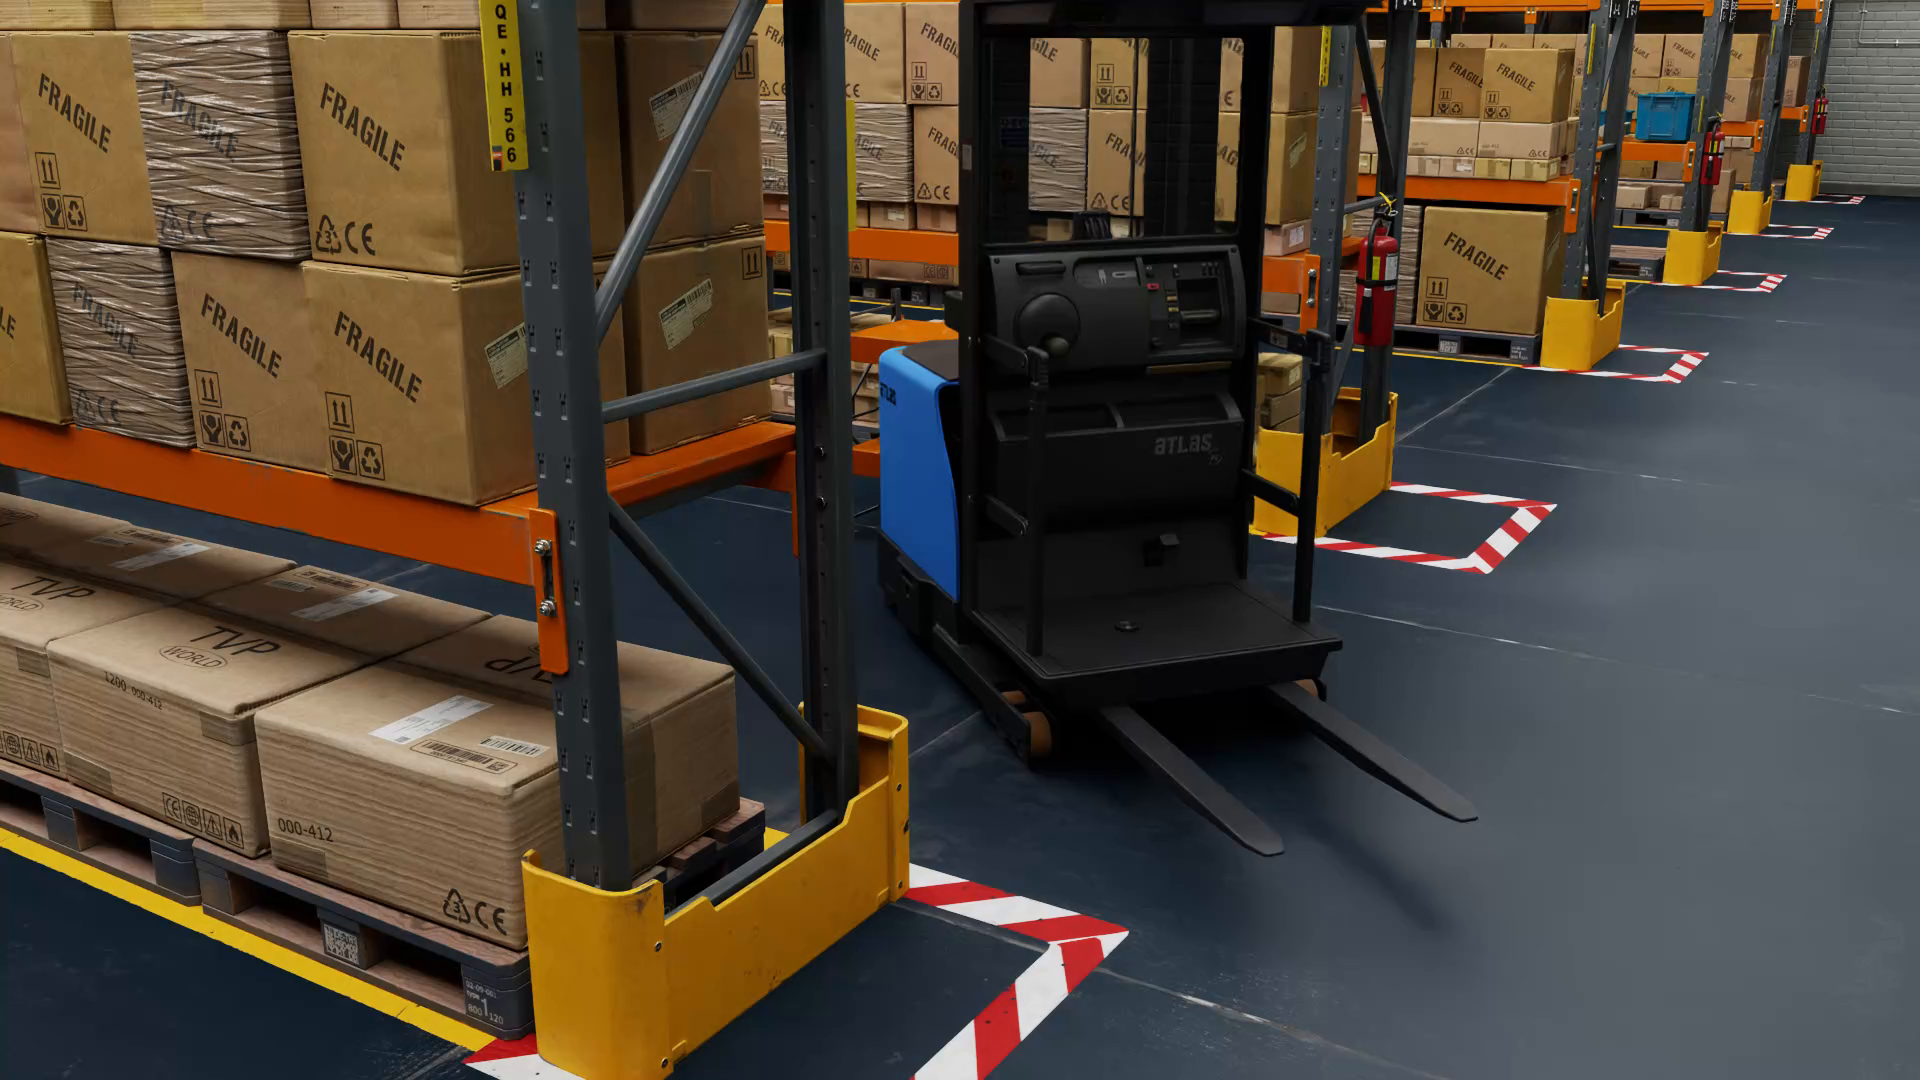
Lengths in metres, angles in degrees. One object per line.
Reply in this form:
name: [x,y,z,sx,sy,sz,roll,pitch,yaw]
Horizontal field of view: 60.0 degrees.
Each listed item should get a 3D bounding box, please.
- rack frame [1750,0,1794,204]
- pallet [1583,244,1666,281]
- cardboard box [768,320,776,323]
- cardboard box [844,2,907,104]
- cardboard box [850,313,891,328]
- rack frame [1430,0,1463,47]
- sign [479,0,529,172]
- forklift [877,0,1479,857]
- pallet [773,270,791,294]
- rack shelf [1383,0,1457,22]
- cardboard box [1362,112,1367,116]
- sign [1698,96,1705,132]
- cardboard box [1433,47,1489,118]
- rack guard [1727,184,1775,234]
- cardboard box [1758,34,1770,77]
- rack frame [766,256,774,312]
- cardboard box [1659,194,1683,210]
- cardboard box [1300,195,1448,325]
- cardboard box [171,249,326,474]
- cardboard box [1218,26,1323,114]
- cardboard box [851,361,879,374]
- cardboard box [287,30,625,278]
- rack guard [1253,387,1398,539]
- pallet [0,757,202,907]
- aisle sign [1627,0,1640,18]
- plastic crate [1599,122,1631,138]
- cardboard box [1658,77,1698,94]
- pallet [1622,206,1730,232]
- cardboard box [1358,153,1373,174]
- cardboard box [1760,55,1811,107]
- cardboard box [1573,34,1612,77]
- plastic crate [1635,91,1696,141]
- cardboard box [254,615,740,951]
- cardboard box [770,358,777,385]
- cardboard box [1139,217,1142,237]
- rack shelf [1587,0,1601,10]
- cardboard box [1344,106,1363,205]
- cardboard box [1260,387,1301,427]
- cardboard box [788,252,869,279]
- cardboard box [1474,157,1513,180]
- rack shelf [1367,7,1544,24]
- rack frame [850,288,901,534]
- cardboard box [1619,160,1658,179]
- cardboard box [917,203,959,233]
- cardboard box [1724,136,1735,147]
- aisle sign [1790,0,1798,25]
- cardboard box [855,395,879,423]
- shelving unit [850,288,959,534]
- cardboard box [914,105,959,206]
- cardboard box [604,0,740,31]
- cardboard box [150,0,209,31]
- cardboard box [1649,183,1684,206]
rack frame: [9.785,-5.258,20.031,0.127,3.000,1.000,10,20,30]
pallet: [6.507,-2.833,16.844,1.213,0.211,1.003,10,20,30]
cardboard box: [-1.308,-1.219,9.891,0.250,0.149,0.380,11,20,32]
cardboard box: [-0.373,-2.581,8.813,0.500,0.500,0.500,10,20,31]
cardboard box: [-0.599,-1.268,10.052,0.250,0.149,0.380,10,20,30]
rack frame: [6.376,-5.867,22.034,0.127,3.000,1.000,10,20,30]
sign: [-0.885,-0.886,3.238,0.005,0.325,0.100,10,20,30]
forklift: [0.619,-0.806,5.491,1.130,2.935,3.031,-6,18,-18]
pallet: [-1.587,-2.549,15.911,1.213,0.211,1.003,10,20,30]
rack shelf: [4.672,-7.262,22.704,4.000,0.370,1.077,10,20,30]
cardboard box: [3.009,-3.249,13.162,0.500,0.250,0.500,10,19,29]
sign: [6.915,-3.972,15.514,0.005,0.325,0.100,10,20,30]
cardboard box: [3.903,-3.451,12.537,0.500,0.500,0.500,10,19,29]
rack guard: [9.720,-4.074,20.433,0.348,0.500,1.175,10,20,30]
cardboard box: [9.545,-5.917,20.309,0.500,0.500,0.500,11,20,32]
rack frame: [-1.493,-2.201,9.966,0.127,3.000,1.000,10,20,30]
cardboard box: [8.895,-4.219,20.727,0.250,0.166,0.380,10,20,30]
cardboard box: [3.235,-2.206,12.915,0.875,0.875,0.875,10,20,30]
cardboard box: [-1.558,-0.487,4.151,0.500,0.500,0.500,10,19,29]
cardboard box: [1.395,-2.269,7.786,0.500,0.500,0.500,10,19,29]
cardboard box: [-0.455,-1.043,9.312,0.250,0.149,0.380,11,20,31]
cardboard box: [-1.124,-0.892,3.764,0.500,0.500,0.500,11,20,32]
rack guard: [1.851,-0.408,8.364,0.348,0.500,1.175,10,20,30]
pallet: [-2.347,0.695,5.230,1.213,0.211,1.003,10,20,30]
aisle sign: [4.816,-4.113,11.787,0.004,0.787,0.394,10,20,30]
plastic crate: [6.400,-4.014,16.285,0.243,0.136,0.396,10,20,30]
cardboard box: [8.817,-5.385,20.276,0.500,0.500,0.500,10,20,31]
pallet: [9.040,-4.057,20.873,1.213,0.211,1.003,10,20,30]
cardboard box: [3.029,-2.852,12.542,0.250,0.149,0.380,10,20,30]
cardboard box: [11.934,-6.704,24.276,0.700,0.700,0.980,11,20,33]
cardboard box: [7.949,-6.017,20.635,0.500,0.500,0.500,11,20,32]
plastic crate: [6.806,-4.082,15.996,0.499,0.435,0.616,10,20,30]
cardboard box: [-1.204,0.598,4.436,0.875,0.438,0.875,9,19,28]
cardboard box: [-1.089,-1.029,9.780,0.250,0.149,0.380,10,20,30]
cardboard box: [1.076,-1.533,8.200,0.250,0.149,0.380,10,20,30]
rack shelf: [2.893,-4.201,12.626,4.000,0.370,1.077,10,20,30]
cardboard box: [1.677,-1.919,8.355,0.500,0.500,0.500,11,20,33]
cardboard box: [1.603,-0.715,8.744,0.250,0.149,0.380,11,20,32]
cardboard box: [-0.887,-2.959,15.395,0.875,0.875,1.225,10,20,30]
cardboard box: [3.899,-2.697,12.031,0.250,0.149,0.380,10,20,31]
rack shelf: [7.261,-8.489,26.745,4.000,0.370,1.077,10,20,30]
rack frame: [-0.427,-0.615,7.969,0.032,1.125,0.500,10,20,30]
cardboard box: [10.412,-5.804,25.406,0.500,0.500,0.700,11,20,31]
cardboard box: [-0.023,-1.739,8.877,0.250,0.149,0.380,11,20,32]
cardboard box: [11.302,-5.896,24.592,0.250,0.149,0.380,11,20,32]
aisle sign: [9.997,-6.565,19.859,0.004,0.787,0.394,10,20,30]
cardboard box: [-0.395,-0.779,9.467,0.250,0.149,0.380,9,19,28]
shelving unit: [0.006,-0.537,7.714,1.048,1.125,0.538,10,20,30]
cardboard box: [0.105,-2.020,8.686,0.500,0.500,0.500,11,20,33]
cardboard box: [-0.747,-1.310,4.025,0.250,0.149,0.380,11,20,31]
cardboard box: [-1.686,-1.292,3.966,0.250,0.149,0.380,11,20,31]
cardboard box: [9.044,-4.382,21.121,0.500,0.250,0.500,10,20,30]
